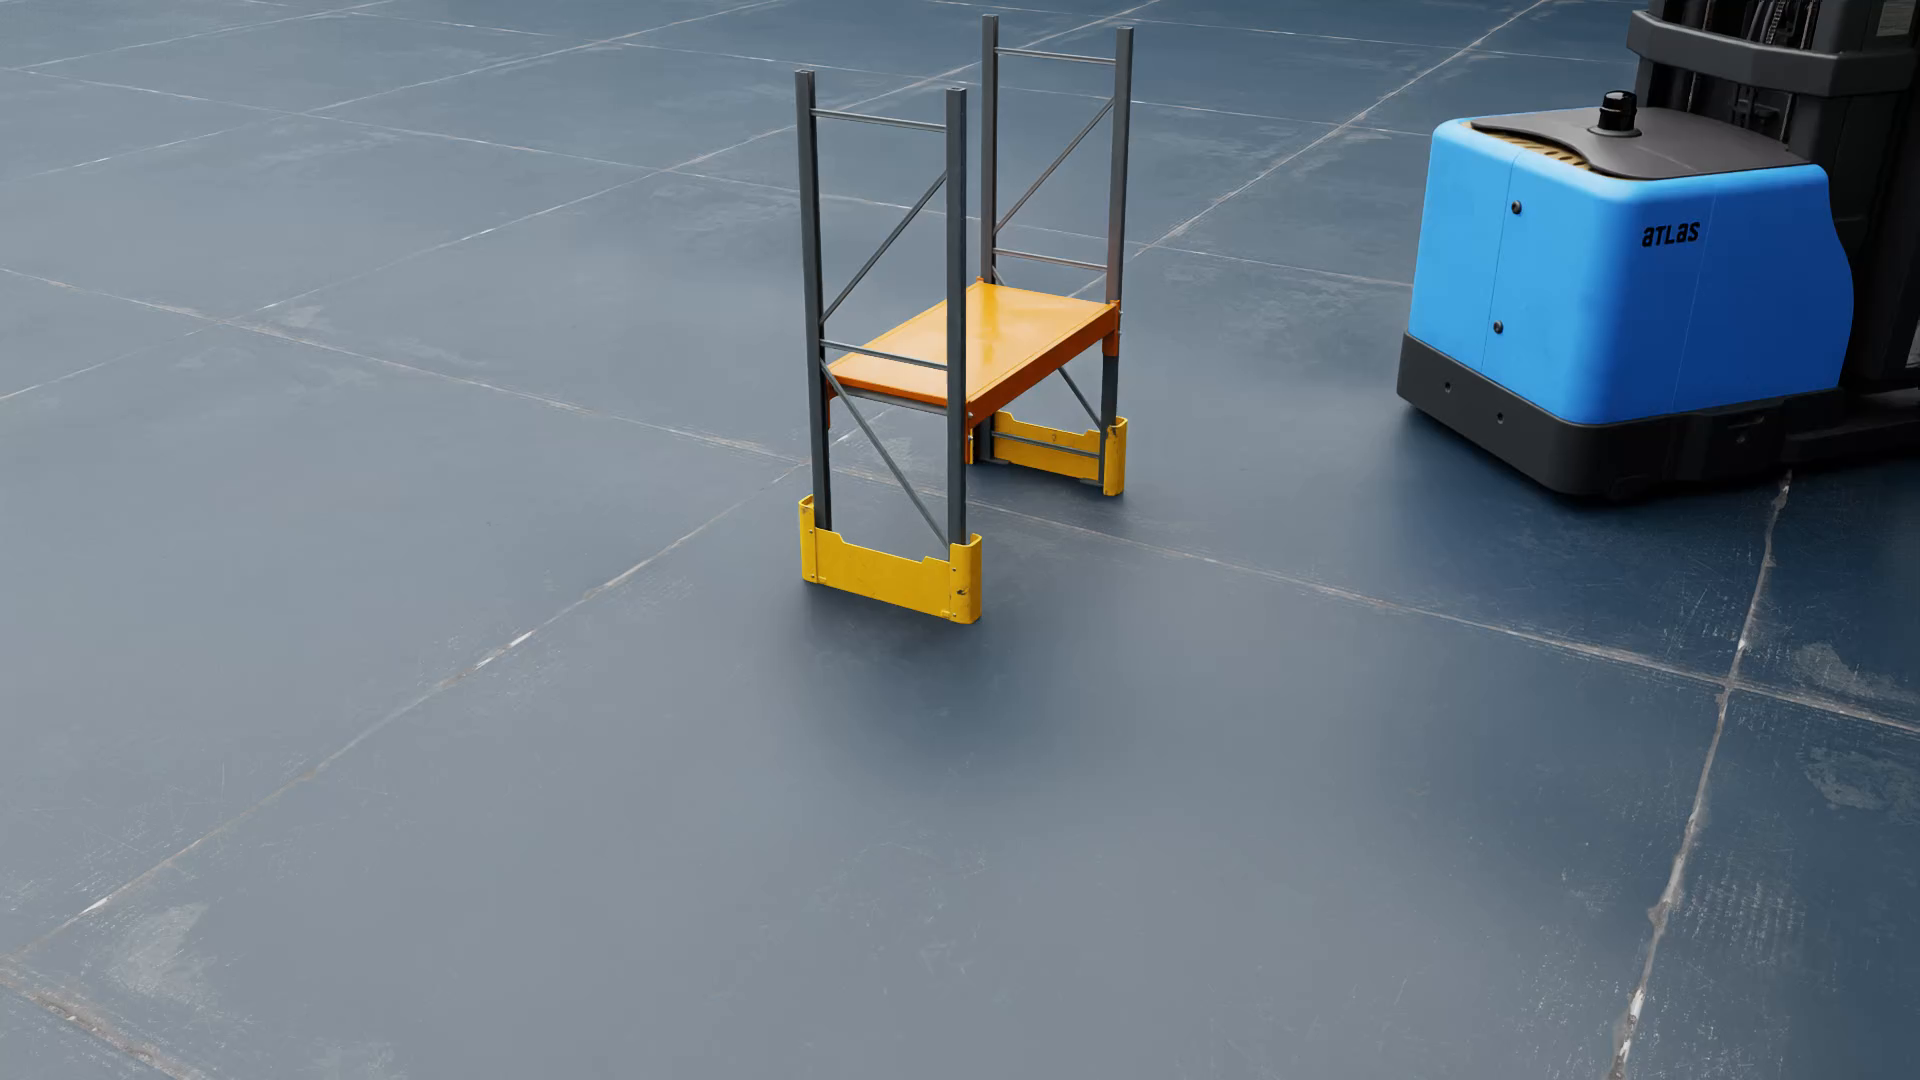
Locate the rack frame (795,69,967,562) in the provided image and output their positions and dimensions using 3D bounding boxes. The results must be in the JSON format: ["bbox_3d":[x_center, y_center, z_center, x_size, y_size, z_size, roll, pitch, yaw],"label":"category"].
[{"bbox_3d":[-0.208,-0.506,4.585,0.500,1.500,0.032,14,30,26],"label":"rack frame"}]

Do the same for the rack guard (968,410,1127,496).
[{"bbox_3d":[0.282,-0.336,5.641,0.587,0.250,0.087,14,30,26],"label":"rack guard"}]

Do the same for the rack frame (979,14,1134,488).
[{"bbox_3d":[0.292,-0.902,5.376,0.500,1.500,0.032,14,30,26],"label":"rack frame"}]

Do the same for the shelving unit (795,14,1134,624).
[{"bbox_3d":[0.037,-0.700,4.974,0.587,1.500,1.083,14,30,26],"label":"shelving unit"}]

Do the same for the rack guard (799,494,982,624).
[{"bbox_3d":[-0.208,0.053,4.866,0.587,0.250,0.087,14,30,26],"label":"rack guard"}]

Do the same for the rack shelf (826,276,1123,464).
[{"bbox_3d":[0.042,-0.543,5.061,0.538,0.185,1.000,14,30,26],"label":"rack shelf"}]

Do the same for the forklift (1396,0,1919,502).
[{"bbox_3d":[3.195,-1.828,5.627,3.031,2.935,1.130,-9,28,-18],"label":"forklift"}]
